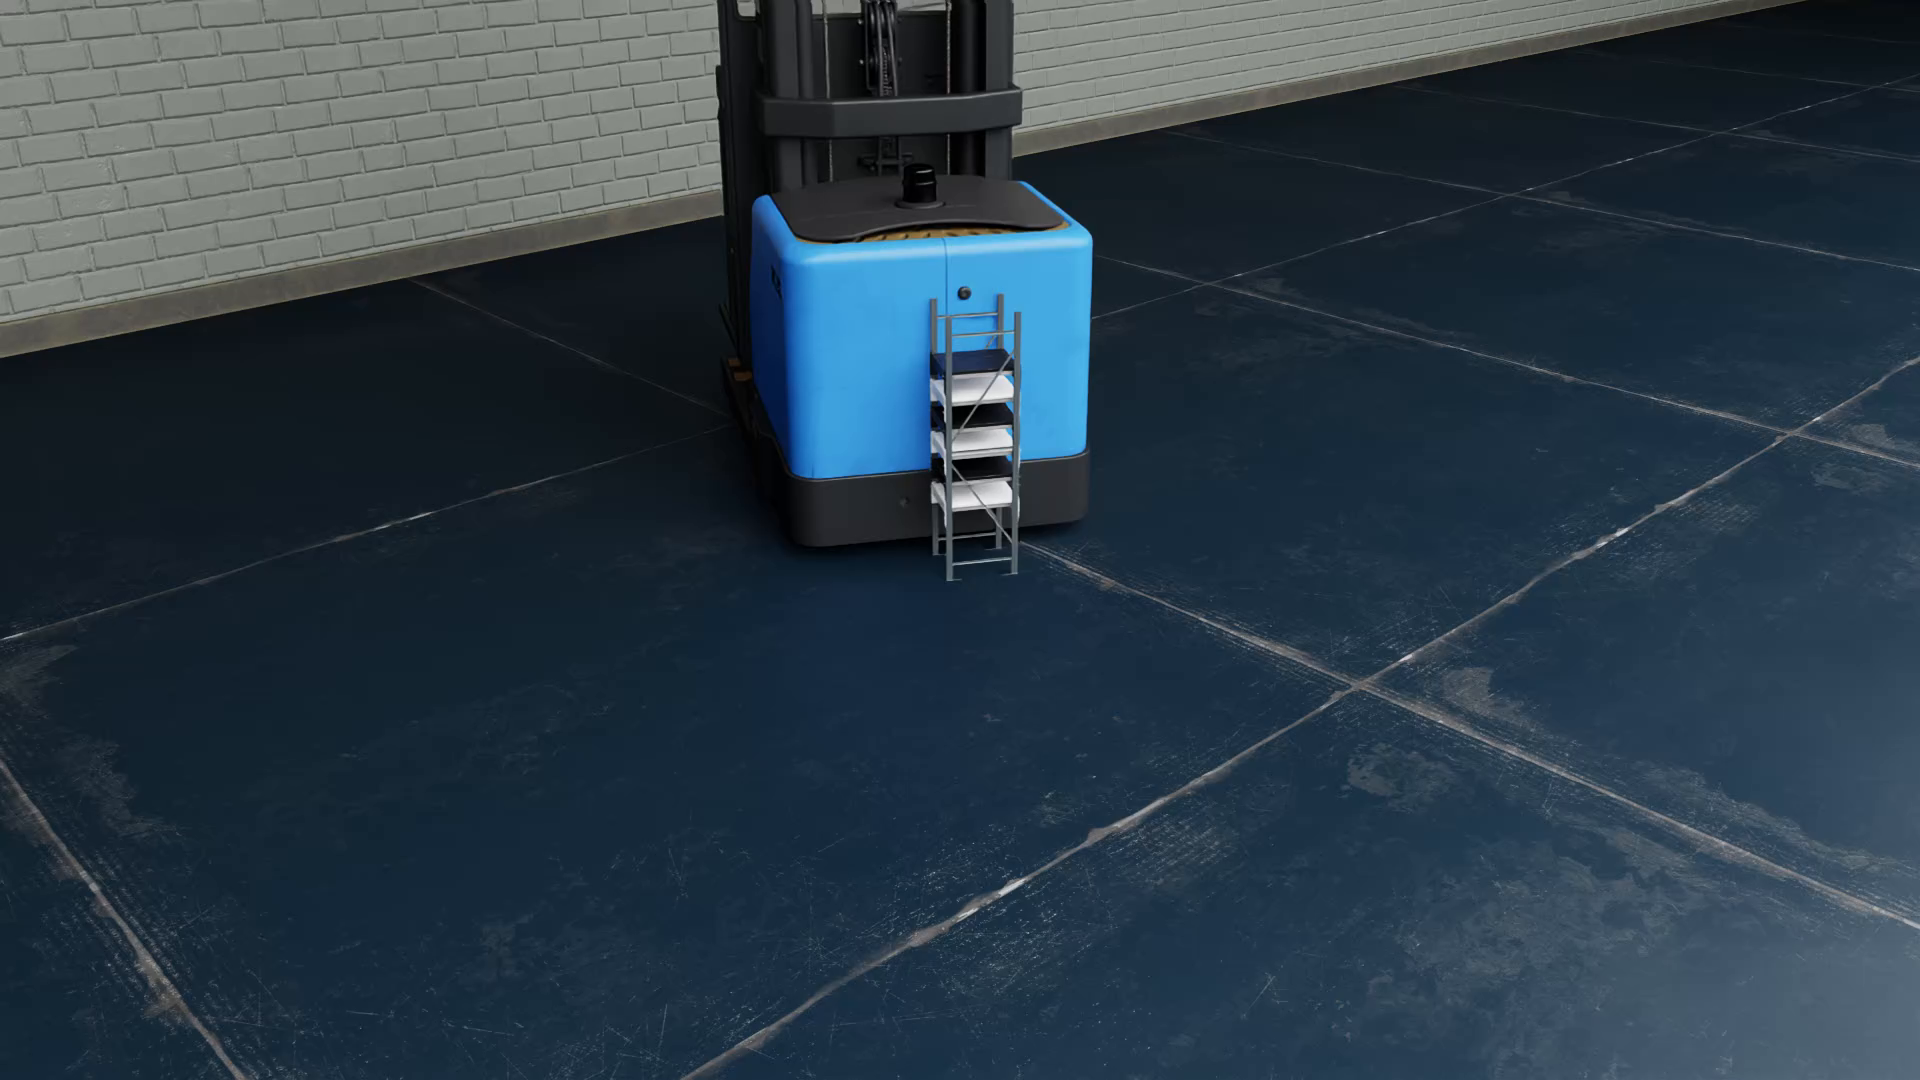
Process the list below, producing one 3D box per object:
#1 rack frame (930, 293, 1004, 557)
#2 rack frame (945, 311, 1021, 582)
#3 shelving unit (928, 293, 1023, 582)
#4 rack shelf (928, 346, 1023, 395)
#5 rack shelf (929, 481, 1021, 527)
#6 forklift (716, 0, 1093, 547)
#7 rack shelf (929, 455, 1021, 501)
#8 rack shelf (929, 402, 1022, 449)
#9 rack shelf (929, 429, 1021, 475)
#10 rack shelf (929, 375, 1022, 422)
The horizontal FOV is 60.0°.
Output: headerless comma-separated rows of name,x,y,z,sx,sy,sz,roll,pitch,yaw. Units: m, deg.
rack frame,0.024,-0.365,5.467,0.240,0.900,0.006,-6,25,-12
rack frame,0.072,-0.283,5.287,0.240,0.900,0.006,-6,25,-12
shelving unit,0.048,-0.324,5.377,0.258,0.900,0.210,-6,25,-12
rack shelf,0.048,-0.540,5.279,0.258,0.077,0.200,-6,25,-12
rack shelf,0.048,-0.130,5.466,0.258,0.077,0.200,-6,25,-12
forklift,-0.399,-1.897,6.376,1.130,2.935,3.031,-6,25,-12
rack shelf,0.048,-0.212,5.428,0.258,0.077,0.200,-6,25,-12
rack shelf,0.048,-0.376,5.354,0.258,0.077,0.200,-6,25,-12
rack shelf,0.048,-0.294,5.391,0.258,0.077,0.200,-6,25,-12
rack shelf,0.048,-0.458,5.316,0.258,0.077,0.200,-6,25,-12
